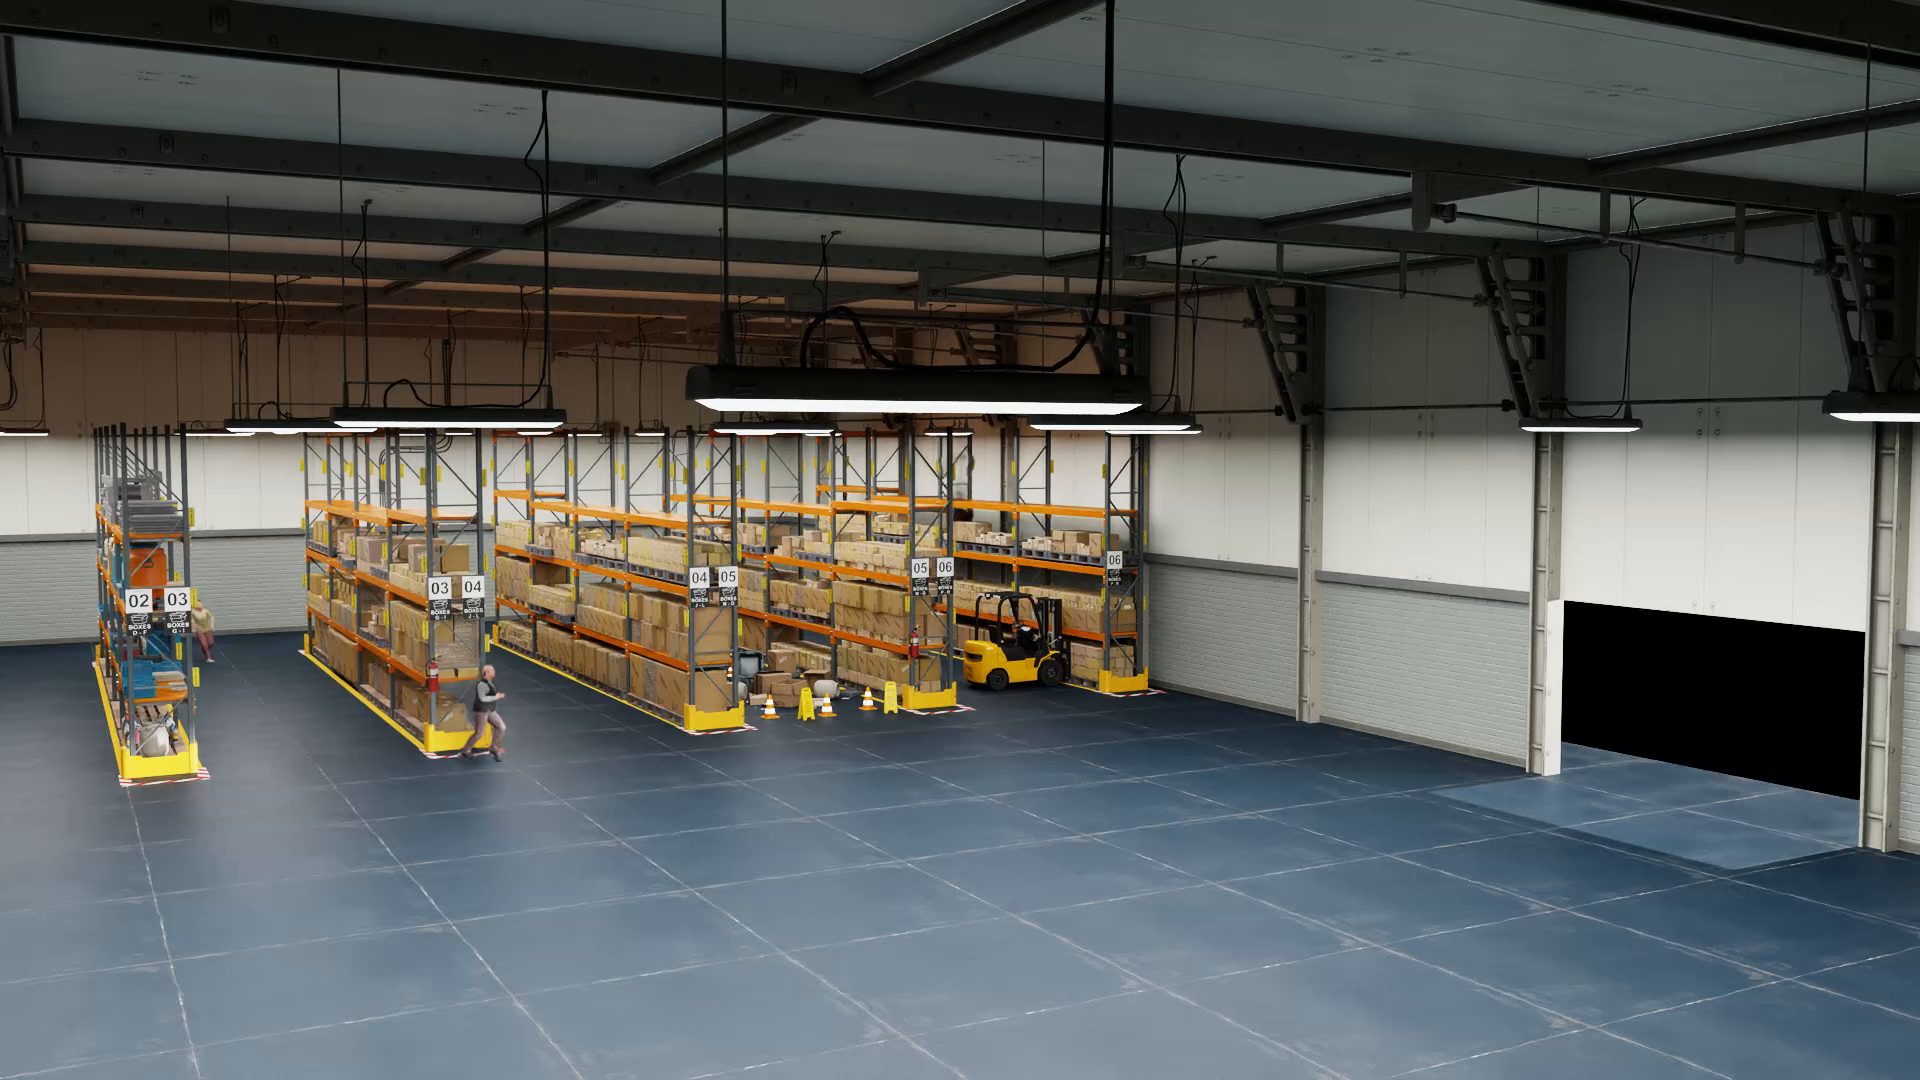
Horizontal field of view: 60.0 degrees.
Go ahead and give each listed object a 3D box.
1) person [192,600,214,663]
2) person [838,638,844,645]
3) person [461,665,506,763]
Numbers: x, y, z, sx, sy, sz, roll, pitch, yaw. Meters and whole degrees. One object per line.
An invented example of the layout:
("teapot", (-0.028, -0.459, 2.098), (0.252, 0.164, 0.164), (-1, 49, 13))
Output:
("person", (-19.454, 2.340, 42.645), (0.625, 1.606, 0.552), (-3, 5, -40))
("person", (-2.939, 2.382, 43.419), (0.572, 1.454, 0.865), (-2, 4, -27))
("person", (-8.442, 3.087, 29.453), (0.843, 1.754, 0.678), (0, 3, 4))
